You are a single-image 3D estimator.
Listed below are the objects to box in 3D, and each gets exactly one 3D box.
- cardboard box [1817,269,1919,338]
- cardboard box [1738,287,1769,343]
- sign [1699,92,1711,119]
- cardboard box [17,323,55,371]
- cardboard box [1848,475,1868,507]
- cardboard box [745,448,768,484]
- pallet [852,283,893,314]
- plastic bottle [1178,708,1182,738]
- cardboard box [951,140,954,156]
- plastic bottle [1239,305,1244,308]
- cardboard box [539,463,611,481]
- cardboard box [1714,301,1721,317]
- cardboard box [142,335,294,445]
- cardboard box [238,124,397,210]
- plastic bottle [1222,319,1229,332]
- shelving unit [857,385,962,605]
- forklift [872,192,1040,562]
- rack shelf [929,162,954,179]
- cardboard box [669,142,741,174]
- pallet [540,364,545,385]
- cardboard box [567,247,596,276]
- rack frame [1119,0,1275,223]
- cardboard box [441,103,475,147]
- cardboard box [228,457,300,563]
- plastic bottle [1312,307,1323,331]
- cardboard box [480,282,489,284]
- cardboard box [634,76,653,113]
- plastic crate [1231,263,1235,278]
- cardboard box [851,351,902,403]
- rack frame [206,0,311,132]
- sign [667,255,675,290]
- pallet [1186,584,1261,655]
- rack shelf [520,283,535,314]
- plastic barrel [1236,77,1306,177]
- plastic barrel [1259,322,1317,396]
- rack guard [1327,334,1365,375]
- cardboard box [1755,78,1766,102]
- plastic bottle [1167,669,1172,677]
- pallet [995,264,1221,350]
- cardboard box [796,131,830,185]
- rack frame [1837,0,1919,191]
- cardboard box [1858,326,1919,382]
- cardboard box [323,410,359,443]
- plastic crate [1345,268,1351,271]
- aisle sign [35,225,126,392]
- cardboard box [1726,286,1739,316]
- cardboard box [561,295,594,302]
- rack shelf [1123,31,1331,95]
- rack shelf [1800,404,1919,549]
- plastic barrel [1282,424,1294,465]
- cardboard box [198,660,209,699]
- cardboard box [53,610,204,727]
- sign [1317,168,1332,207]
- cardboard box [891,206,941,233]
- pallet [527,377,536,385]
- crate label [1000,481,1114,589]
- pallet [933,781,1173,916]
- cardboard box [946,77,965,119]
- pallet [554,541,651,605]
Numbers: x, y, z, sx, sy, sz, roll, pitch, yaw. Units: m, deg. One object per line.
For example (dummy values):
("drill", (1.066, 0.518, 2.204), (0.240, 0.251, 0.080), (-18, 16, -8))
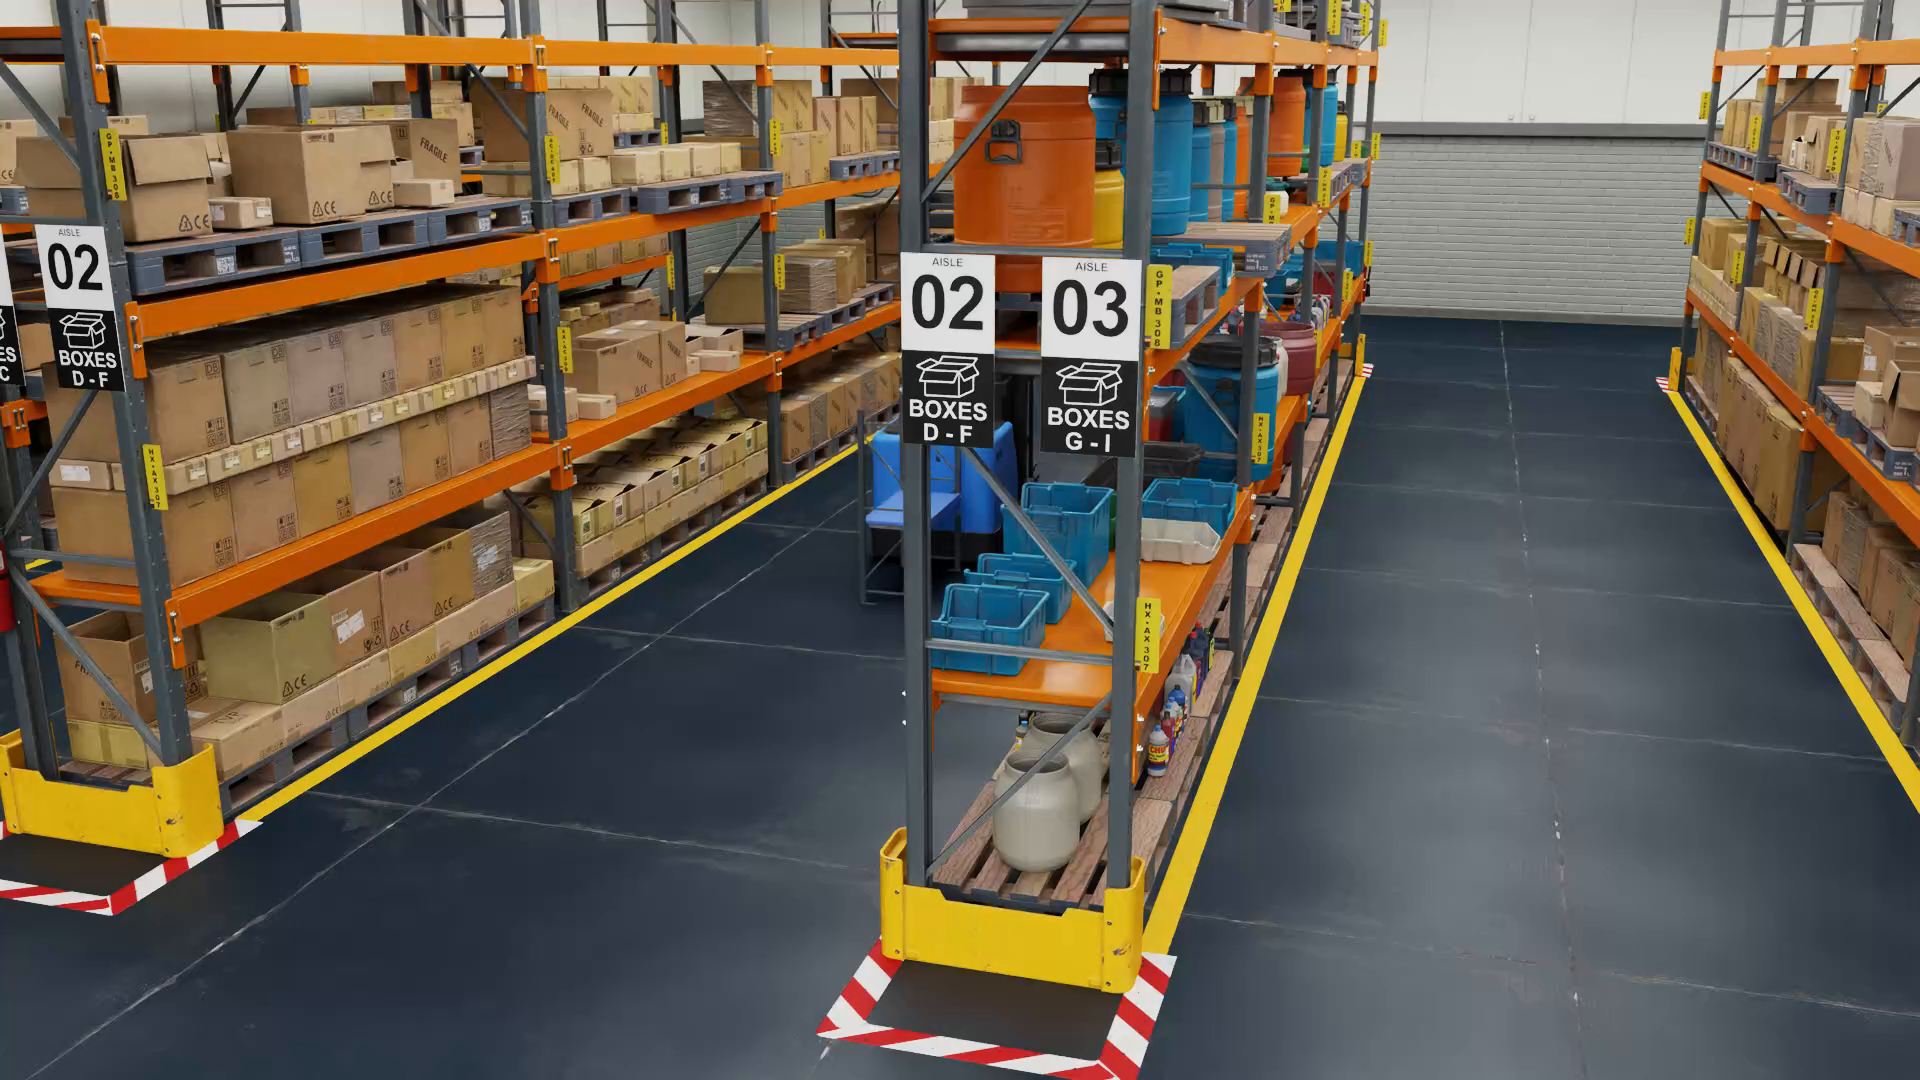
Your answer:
("cardboard box", (7.501, -1.943, 13.662), (0.797, 0.503, 0.637), (5, 17, 18))
("cardboard box", (8.044, -2.216, 16.462), (0.500, 0.500, 0.500), (5, 16, 16))
("sign", (9.021, -5.262, 20.139), (0.100, 0.325, 0.005), (5, 16, 16))
("cardboard box", (-7.929, -1.719, 13.902), (0.700, 0.500, 0.500), (5, 16, 16))
("cardboard box", (7.116, -0.415, 12.695), (0.500, 0.250, 0.500), (5, 17, 18))
("cardboard box", (-2.135, -0.714, 15.620), (0.500, 0.250, 0.500), (5, 17, 17))
("pallet", (-1.414, -2.745, 18.862), (1.003, 0.211, 1.213), (5, 16, 16))
("plastic bottle", (1.223, 1.029, 9.526), (0.097, 0.201, 0.097), (0, 16, 0))
("cardboard box", (-0.279, -4.909, 20.919), (0.500, 0.250, 0.500), (5, 16, 16))
("plastic bottle", (2.906, -2.260, 17.026), (0.152, 0.276, 0.135), (5, 16, 16))
("cardboard box", (-3.230, -0.489, 13.799), (0.500, 0.311, 0.500), (5, 16, 16))
("cardboard box", (8.479, -2.523, 18.186), (0.380, 0.149, 0.250), (5, 17, 17))
("cardboard box", (-4.189, -0.844, 9.247), (0.700, 0.500, 0.500), (4, 16, 14))
("cardboard box", (-3.945, -2.286, 10.180), (0.797, 0.503, 0.637), (7, 17, 22))
("plastic bottle", (2.559, -1.988, 16.056), (0.061, 0.283, 0.133), (5, 16, 16))
("shelving unit", (-0.374, -0.354, 12.829), (0.538, 1.500, 1.048), (4, 16, 15))
("forklift", (0.096, -1.590, 14.562), (1.130, 2.935, 3.031), (3, 16, 12))
("rack shelf", (-0.514, -4.658, 21.077), (1.077, 0.370, 4.000), (5, 16, 16))
("cardboard box", (-2.294, -3.441, 14.974), (0.500, 0.250, 0.500), (3, 16, 12))
("pallet", (-5.542, -2.273, 21.955), (1.003, 0.211, 1.213), (5, 16, 16))
("cardboard box", (-5.451, -3.897, 22.021), (0.980, 0.700, 0.700), (4, 16, 14))
("rack frame", (1.392, -3.446, 9.988), (1.000, 3.000, 0.127), (5, 16, 16))
("cardboard box", (-6.188, -4.902, 19.630), (0.700, 0.500, 0.500), (4, 16, 13))
("cardboard box", (-4.203, -0.206, 9.374), (0.700, 0.500, 0.500), (5, 17, 17))
("plastic bottle", (3.616, -2.238, 16.949), (0.152, 0.276, 0.135), (5, 16, 16))
("cardboard box", (-5.842, -2.994, 19.811), (0.380, 0.149, 0.250), (5, 16, 16))
("cardboard box", (-4.643, -6.237, 23.272), (0.500, 0.500, 0.500), (5, 16, 16))
("plastic crate", (1.324, -1.425, 8.842), (0.243, 0.136, 0.396), (5, 16, 16))
("cardboard box", (-0.948, -1.896, 19.291), (0.500, 0.500, 0.500), (5, 16, 16))
("rack frame", (-6.970, -5.261, 16.386), (1.000, 3.000, 0.127), (5, 16, 16))
("sign", (-2.742, -2.550, 15.846), (0.100, 0.325, 0.005), (5, 16, 16))
("pallet", (1.578, 0.573, 11.922), (1.003, 0.211, 1.213), (5, 16, 16))
("rack shelf", (-6.401, -2.552, 19.148), (1.077, 0.370, 4.000), (5, 16, 16))
("plastic barrel", (2.693, -3.607, 14.494), (0.600, 0.830, 0.708), (5, 16, 16))
("plastic barrel", (2.687, -1.527, 13.967), (0.600, 0.536, 0.708), (5, 16, 16))
("rack guard", (4.797, -2.504, 22.242), (1.175, 0.500, 0.348), (5, 16, 16))
("cardboard box", (8.967, -4.890, 18.065), (0.500, 0.250, 0.500), (4, 16, 14))
("plastic bottle", (1.233, 0.859, 9.974), (0.061, 0.283, 0.133), (5, 16, 16))
("pallet", (0.584, -1.075, 7.470), (1.003, 0.211, 1.213), (5, 16, 16))
("cardboard box", (-1.835, -3.869, 16.793), (0.910, 0.500, 0.500), (5, 16, 16))
("rack frame", (7.278, -4.109, 12.324), (1.000, 3.000, 0.127), (5, 16, 16))
("cardboard box", (7.162, -1.328, 12.562), (0.500, 0.500, 0.500), (3, 16, 9))
("cardboard box", (-3.811, -0.682, 9.864), (0.380, 0.149, 0.250), (4, 16, 15))
("plastic crate", (4.744, -3.374, 21.101), (0.396, 0.136, 0.243), (5, 16, 16))
("aisle sign", (-4.218, -1.108, 7.976), (0.394, 0.787, 0.004), (5, 16, 16))
("cardboard box", (8.288, -2.476, 17.291), (0.500, 0.250, 0.500), (4, 16, 15))
("cardboard box", (-5.314, -3.305, 23.106), (0.380, 0.149, 0.250), (5, 17, 16))
("rack shelf", (1.960, -3.431, 11.986), (1.077, 0.370, 4.000), (5, 16, 16))
("rack shelf", (6.709, -0.353, 11.396), (1.077, 0.370, 4.000), (5, 16, 16))
("plastic barrel", (2.972, -1.073, 16.266), (0.600, 0.588, 0.708), (5, 16, 16))
("cardboard box", (-4.493, 0.927, 9.833), (0.500, 0.250, 0.500), (5, 16, 16))
("cardboard box", (-4.626, 0.698, 9.266), (0.500, 0.500, 0.500), (5, 16, 16))
("sign", (3.058, -2.958, 13.957), (0.100, 0.325, 0.005), (5, 16, 16))
("cardboard box", (-0.533, -3.804, 20.227), (0.500, 0.500, 0.500), (4, 16, 14))
("pallet", (-5.980, -1.872, 20.543), (1.003, 0.211, 1.213), (5, 16, 16))
("crate label", (0.519, -0.033, 8.884), (0.502, 0.435, 0.616), (5, 16, 16))
("pallet", (0.468, 1.592, 8.329), (1.003, 0.211, 1.213), (5, 16, 16))
("cardboard box", (-0.339, -5.658, 21.267), (0.700, 0.500, 0.500), (5, 16, 16))
("pallet", (-3.184, 0.201, 13.235), (1.003, 0.211, 1.213), (5, 16, 16))
